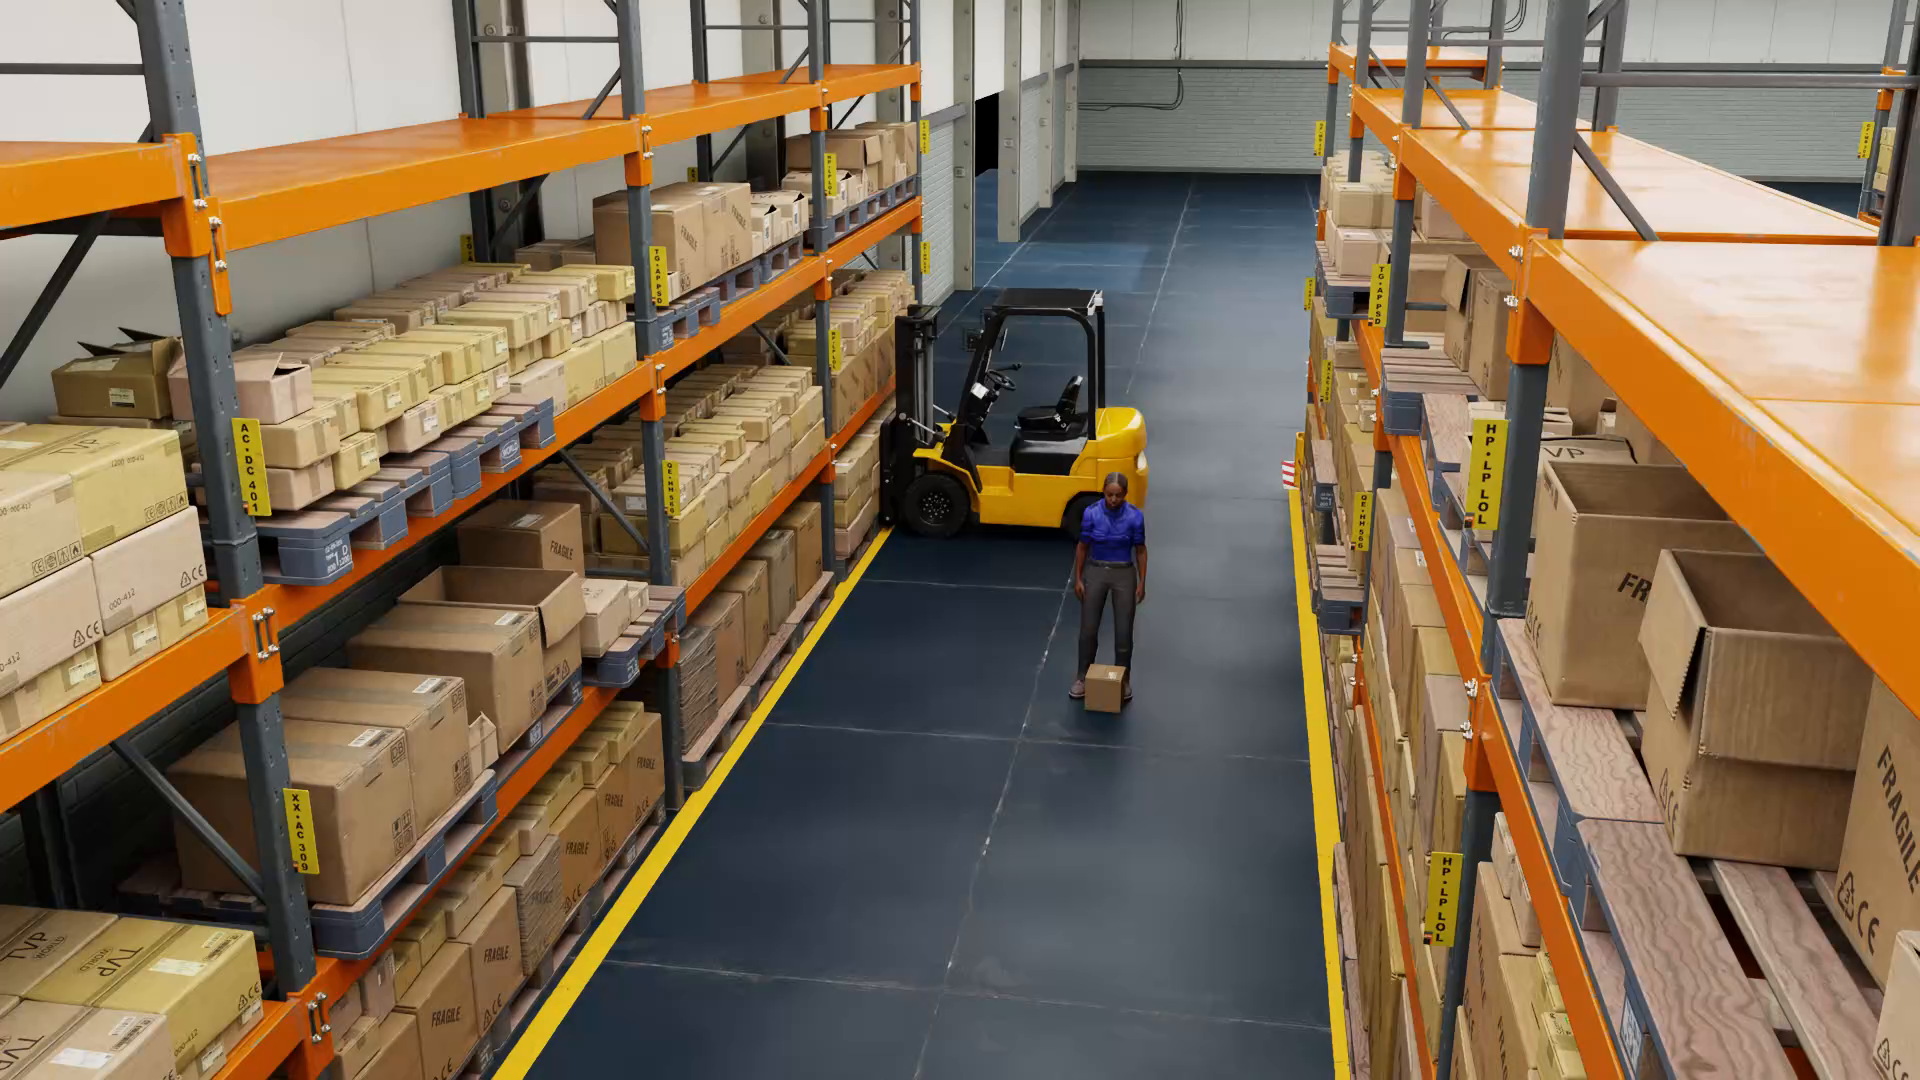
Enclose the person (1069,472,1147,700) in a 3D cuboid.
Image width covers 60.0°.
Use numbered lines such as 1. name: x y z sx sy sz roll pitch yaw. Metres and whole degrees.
1. person: 1.044 0.301 11.638 0.515 1.654 0.353 3 18 8
